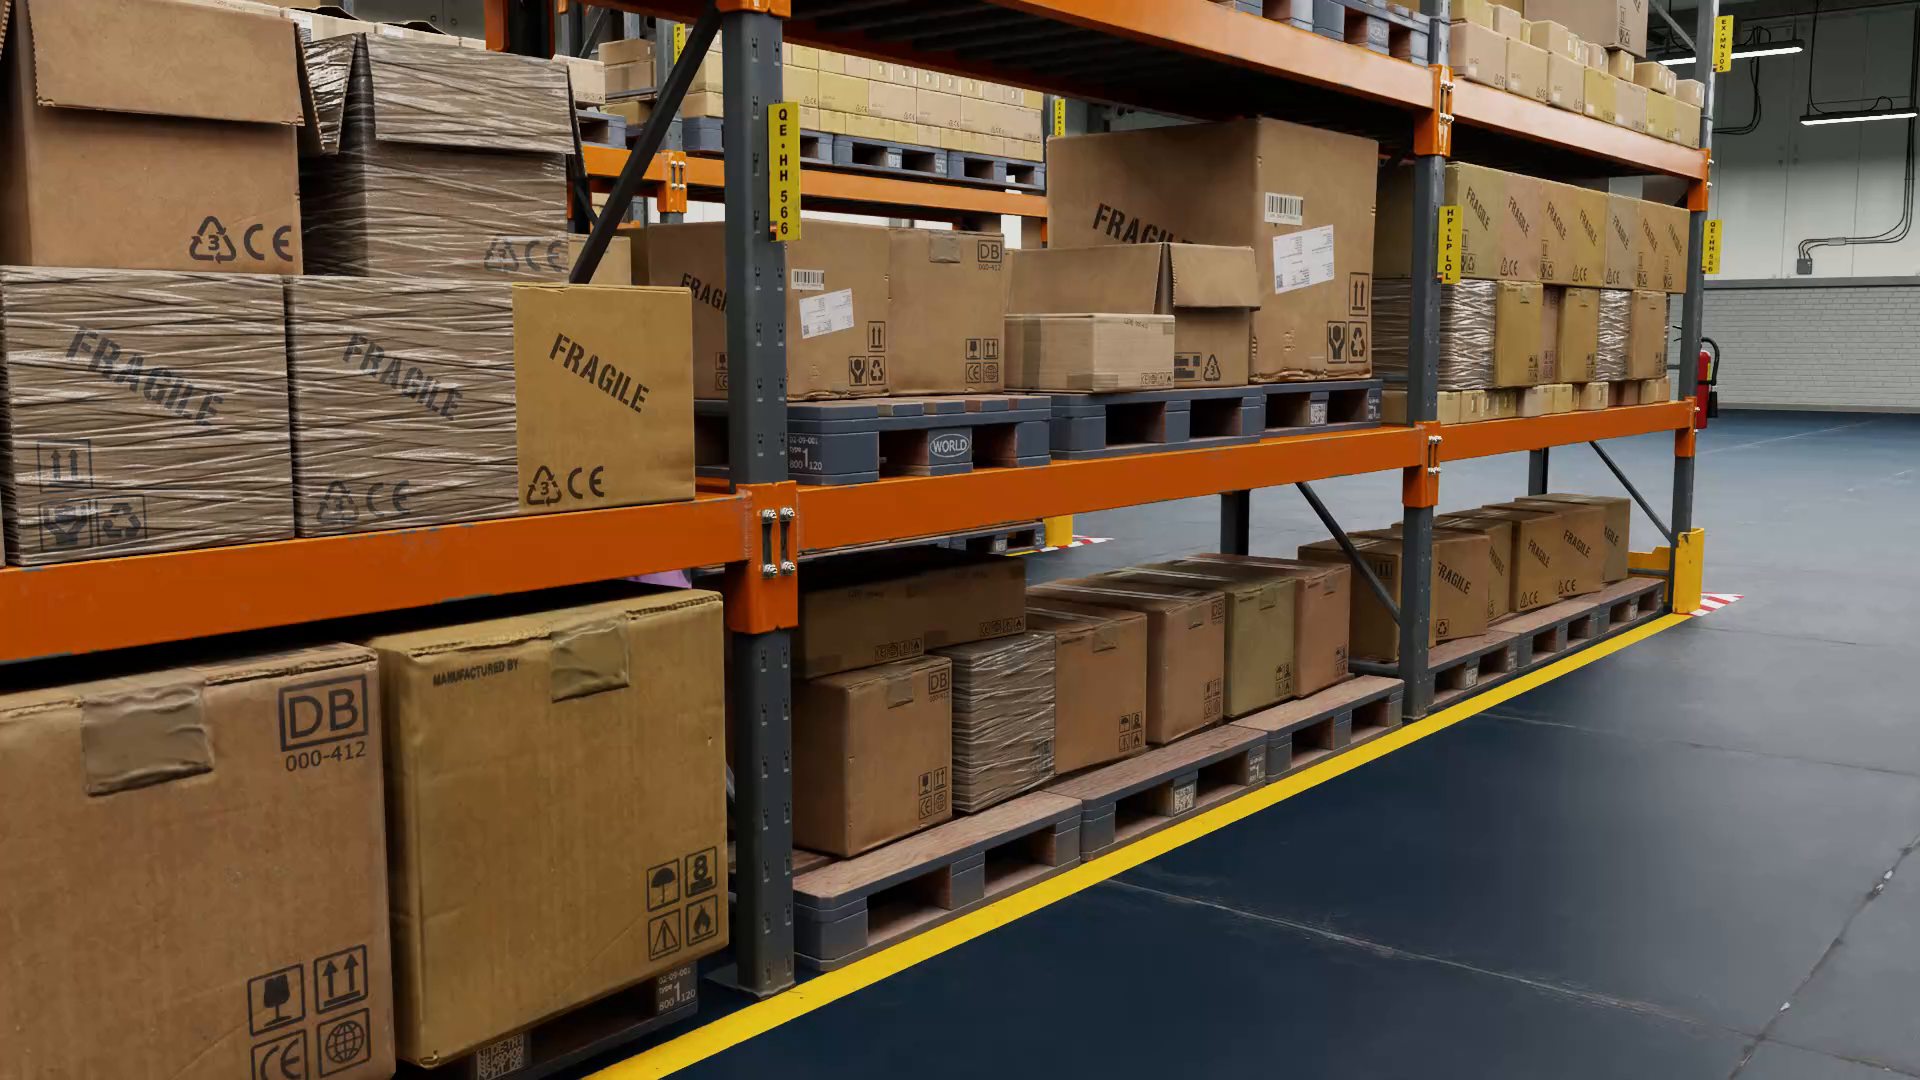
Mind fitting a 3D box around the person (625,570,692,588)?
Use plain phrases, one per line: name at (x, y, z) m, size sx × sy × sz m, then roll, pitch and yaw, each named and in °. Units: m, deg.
person at (-1.593, 0.281, 8.067) m, size 0.809 × 0.881 × 0.447 m, roll 5°, pitch 9°, yaw 38°
